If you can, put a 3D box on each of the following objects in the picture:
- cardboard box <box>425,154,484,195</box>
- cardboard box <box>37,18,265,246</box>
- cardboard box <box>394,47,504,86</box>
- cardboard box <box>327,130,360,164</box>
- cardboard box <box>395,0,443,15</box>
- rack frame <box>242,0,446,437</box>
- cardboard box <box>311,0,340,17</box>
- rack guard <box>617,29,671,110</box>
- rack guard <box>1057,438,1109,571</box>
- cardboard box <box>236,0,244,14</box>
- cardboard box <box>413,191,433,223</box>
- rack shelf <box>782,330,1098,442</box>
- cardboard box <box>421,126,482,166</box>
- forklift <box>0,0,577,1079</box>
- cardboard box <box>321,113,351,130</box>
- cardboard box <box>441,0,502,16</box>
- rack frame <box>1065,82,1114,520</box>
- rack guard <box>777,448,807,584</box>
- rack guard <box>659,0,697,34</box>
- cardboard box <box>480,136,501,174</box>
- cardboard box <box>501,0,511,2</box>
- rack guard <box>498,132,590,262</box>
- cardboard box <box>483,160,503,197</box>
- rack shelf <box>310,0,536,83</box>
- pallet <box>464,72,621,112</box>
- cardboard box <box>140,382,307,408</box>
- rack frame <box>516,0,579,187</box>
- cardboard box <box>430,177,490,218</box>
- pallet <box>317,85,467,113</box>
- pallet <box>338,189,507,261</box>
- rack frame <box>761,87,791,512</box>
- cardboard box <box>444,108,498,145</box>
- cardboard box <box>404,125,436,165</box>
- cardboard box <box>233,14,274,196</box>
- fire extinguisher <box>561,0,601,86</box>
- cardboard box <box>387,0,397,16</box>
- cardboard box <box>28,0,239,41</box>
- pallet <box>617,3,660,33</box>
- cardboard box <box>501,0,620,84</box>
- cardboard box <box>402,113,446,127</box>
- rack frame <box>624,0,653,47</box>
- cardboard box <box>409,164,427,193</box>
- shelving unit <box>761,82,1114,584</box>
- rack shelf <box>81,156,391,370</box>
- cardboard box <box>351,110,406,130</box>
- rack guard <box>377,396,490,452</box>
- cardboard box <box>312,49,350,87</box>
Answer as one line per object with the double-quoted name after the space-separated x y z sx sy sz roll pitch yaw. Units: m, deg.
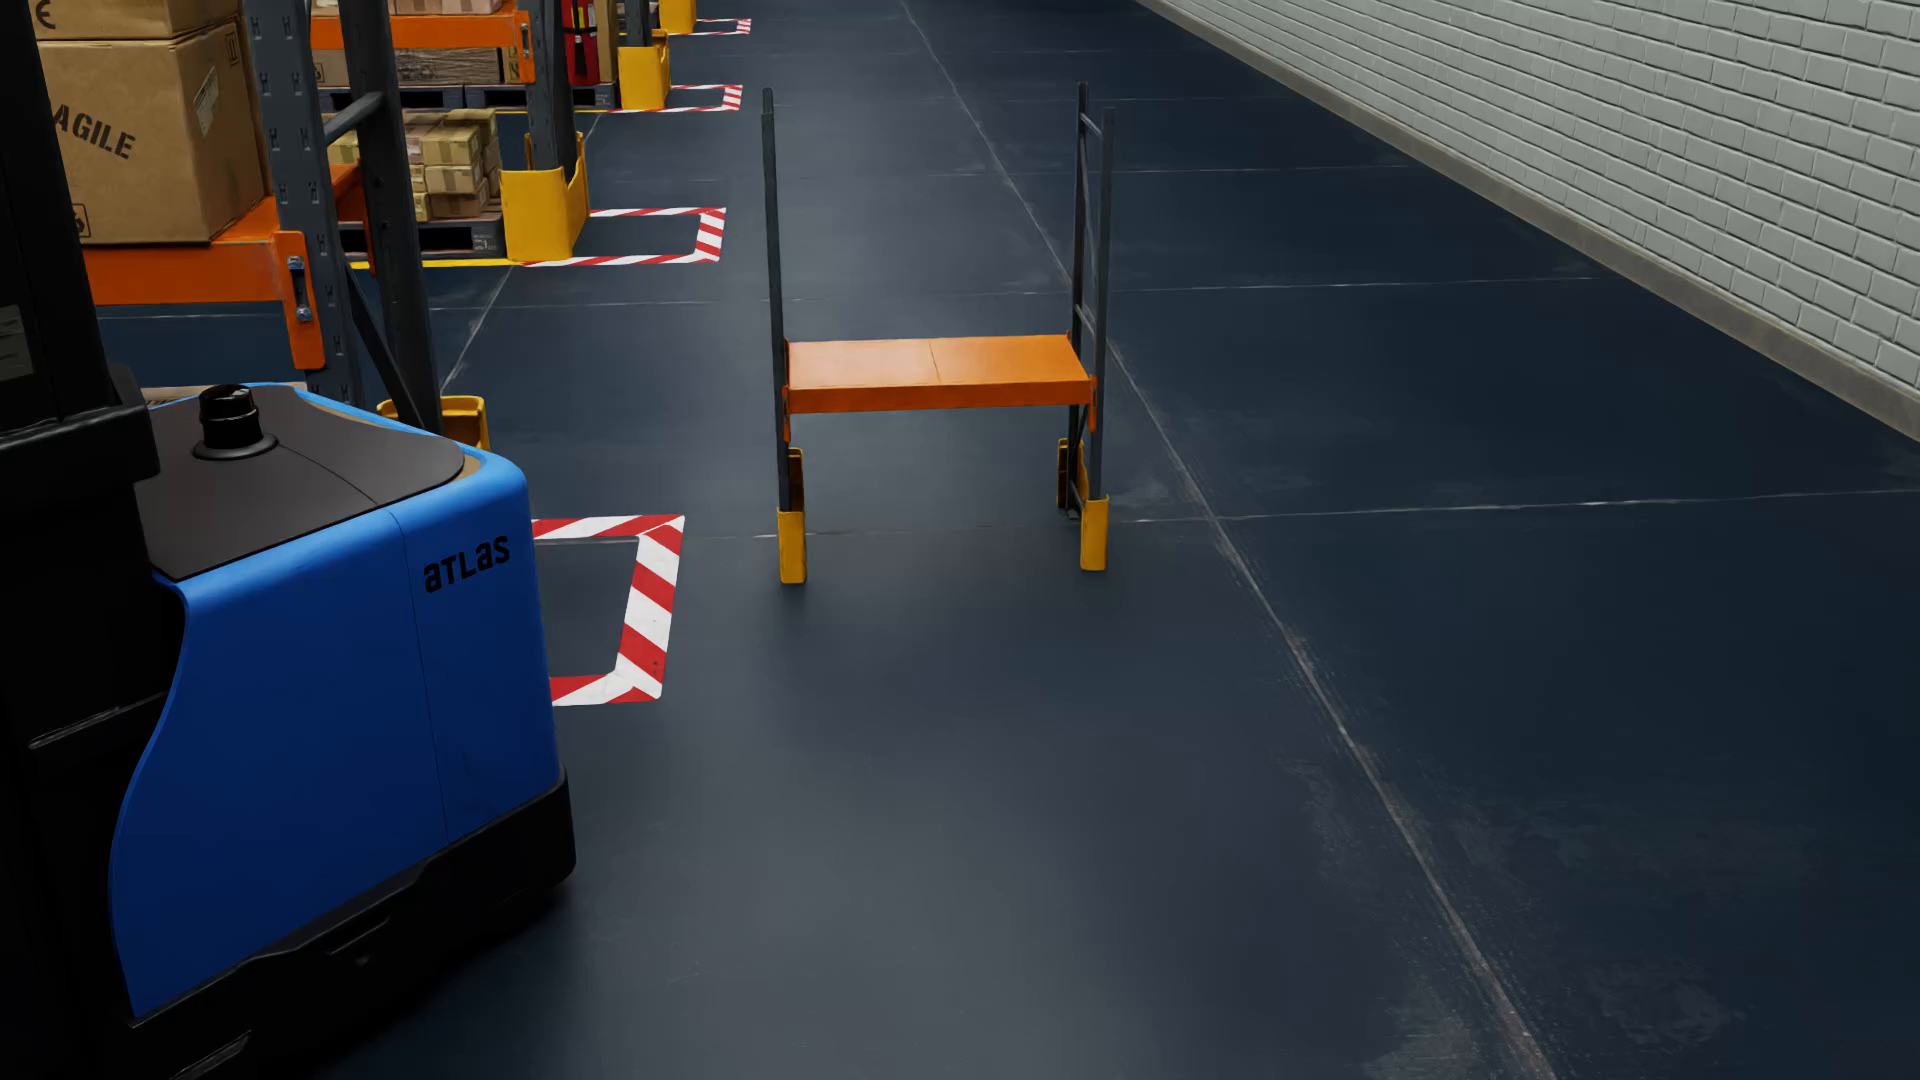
-2.821 -2.045 9.284 0.250 0.149 0.380 -3 24 -7 "cardboard box"
-2.191 -1.079 4.361 0.500 0.500 0.500 -2 24 -5 "cardboard box"
-4.245 -4.292 13.811 0.875 0.875 0.875 -2 24 -5 "cardboard box"
-3.327 -2.145 9.143 0.250 0.149 0.380 -3 24 -6 "cardboard box"
-2.872 -2.919 8.934 0.250 0.149 0.380 -2 24 -5 "cardboard box"
-1.737 -1.159 4.665 0.127 3.000 1.000 -2 24 -5 "rack frame"
-3.371 -2.884 8.854 0.250 0.149 0.380 -2 24 -4 "cardboard box"
-2.687 -4.024 14.187 0.348 0.500 1.175 -2 24 -5 "rack guard"
0.420 -0.131 5.737 0.087 0.250 0.587 -2 24 -5 "rack guard"
-2.242 -1.758 4.658 0.500 0.500 0.500 -3 24 -6 "cardboard box"
-3.073 -1.889 9.299 0.250 0.149 0.380 -2 24 -4 "cardboard box"
-0.085 -0.518 5.511 1.000 0.185 0.538 -2 24 -5 "rack shelf"
-2.826 -2.194 9.252 0.250 0.149 0.380 -2 24 -5 "cardboard box"
-2.180 -0.160 2.502 1.130 2.935 3.031 17 29 33 "forklift"
-3.643 -2.372 9.655 0.250 0.149 0.380 -3 24 -8 "cardboard box"
-2.621 -2.914 8.922 0.250 0.149 0.380 -2 24 -5 "cardboard box"
0.421 -0.702 5.483 0.032 1.500 0.500 -2 24 -5 "rack frame"
-0.571 -0.091 5.648 0.087 0.250 0.587 -2 24 -5 "rack guard"
-3.175 -6.031 18.703 0.348 0.500 1.175 -2 24 -5 "rack guard"
-2.870 -2.264 9.777 0.250 0.149 0.380 -1 24 -3 "cardboard box"
-2.678 -3.161 9.478 0.250 0.149 0.380 -2 24 -6 "cardboard box"
-2.399 -2.011 9.658 0.348 0.500 1.175 -2 24 -5 "rack guard"
-2.877 -2.154 9.895 0.250 0.149 0.380 -2 24 -4 "cardboard box"
-4.314 -2.748 9.124 4.000 0.370 1.077 -2 24 -5 "rack shelf"
-3.499 -3.827 14.101 1.213 0.211 1.003 -2 24 -5 "pallet"
-2.384 -0.114 4.950 0.875 0.438 0.875 -3 24 -7 "cardboard box"
-2.324 -3.156 9.158 0.127 3.000 1.000 -2 24 -5 "rack frame"
-2.827 -1.940 9.414 0.250 0.149 0.380 -2 24 -4 "cardboard box"
-4.710 -3.780 13.994 1.213 0.211 1.003 -2 24 -5 "pallet"
-3.211 -1.861 9.676 1.213 0.211 1.003 -2 24 -5 "pallet"
-0.591 -0.662 5.392 0.032 1.500 0.500 -2 24 -5 "rack frame"
-2.879 -2.434 9.792 0.250 0.149 0.380 -3 24 -8 "cardboard box"
-3.081 -2.207 9.282 0.250 0.149 0.380 -2 24 -4 "cardboard box"
-2.243 -1.302 4.863 0.500 0.500 0.500 -2 24 -6 "cardboard box"
-2.028 -2.774 8.852 0.183 0.674 0.296 -2 24 -5 "fire extinguisher"
-3.120 -2.903 8.898 0.250 0.149 0.380 -3 24 -6 "cardboard box"
-2.193 -1.546 4.182 0.500 0.500 0.500 -2 24 -3 "cardboard box"
-4.022 -5.875 18.709 1.213 0.211 1.003 -2 24 -5 "pallet"
-3.340 -4.328 13.893 0.875 0.875 0.875 -2 24 -5 "cardboard box"
-3.141 -2.374 9.658 0.250 0.149 0.380 -2 24 -4 "cardboard box"
-2.711 -5.165 13.677 0.127 3.000 1.000 -2 24 -5 "rack frame"
-3.086 -2.056 9.309 0.250 0.149 0.380 -3 24 -6 "cardboard box"
-0.076 -0.682 5.439 1.083 1.500 0.587 -2 24 -5 "shelving unit"
-3.727 -0.751 4.632 4.000 0.370 1.077 -2 24 -5 "rack shelf"
-3.404 -2.416 9.752 0.250 0.149 0.380 -2 24 -5 "cardboard box"
-1.713 -0.018 5.175 0.348 0.500 1.175 -2 24 -5 "rack guard"
-5.131 -4.256 13.731 0.875 0.875 0.875 -2 24 -5 "cardboard box"
